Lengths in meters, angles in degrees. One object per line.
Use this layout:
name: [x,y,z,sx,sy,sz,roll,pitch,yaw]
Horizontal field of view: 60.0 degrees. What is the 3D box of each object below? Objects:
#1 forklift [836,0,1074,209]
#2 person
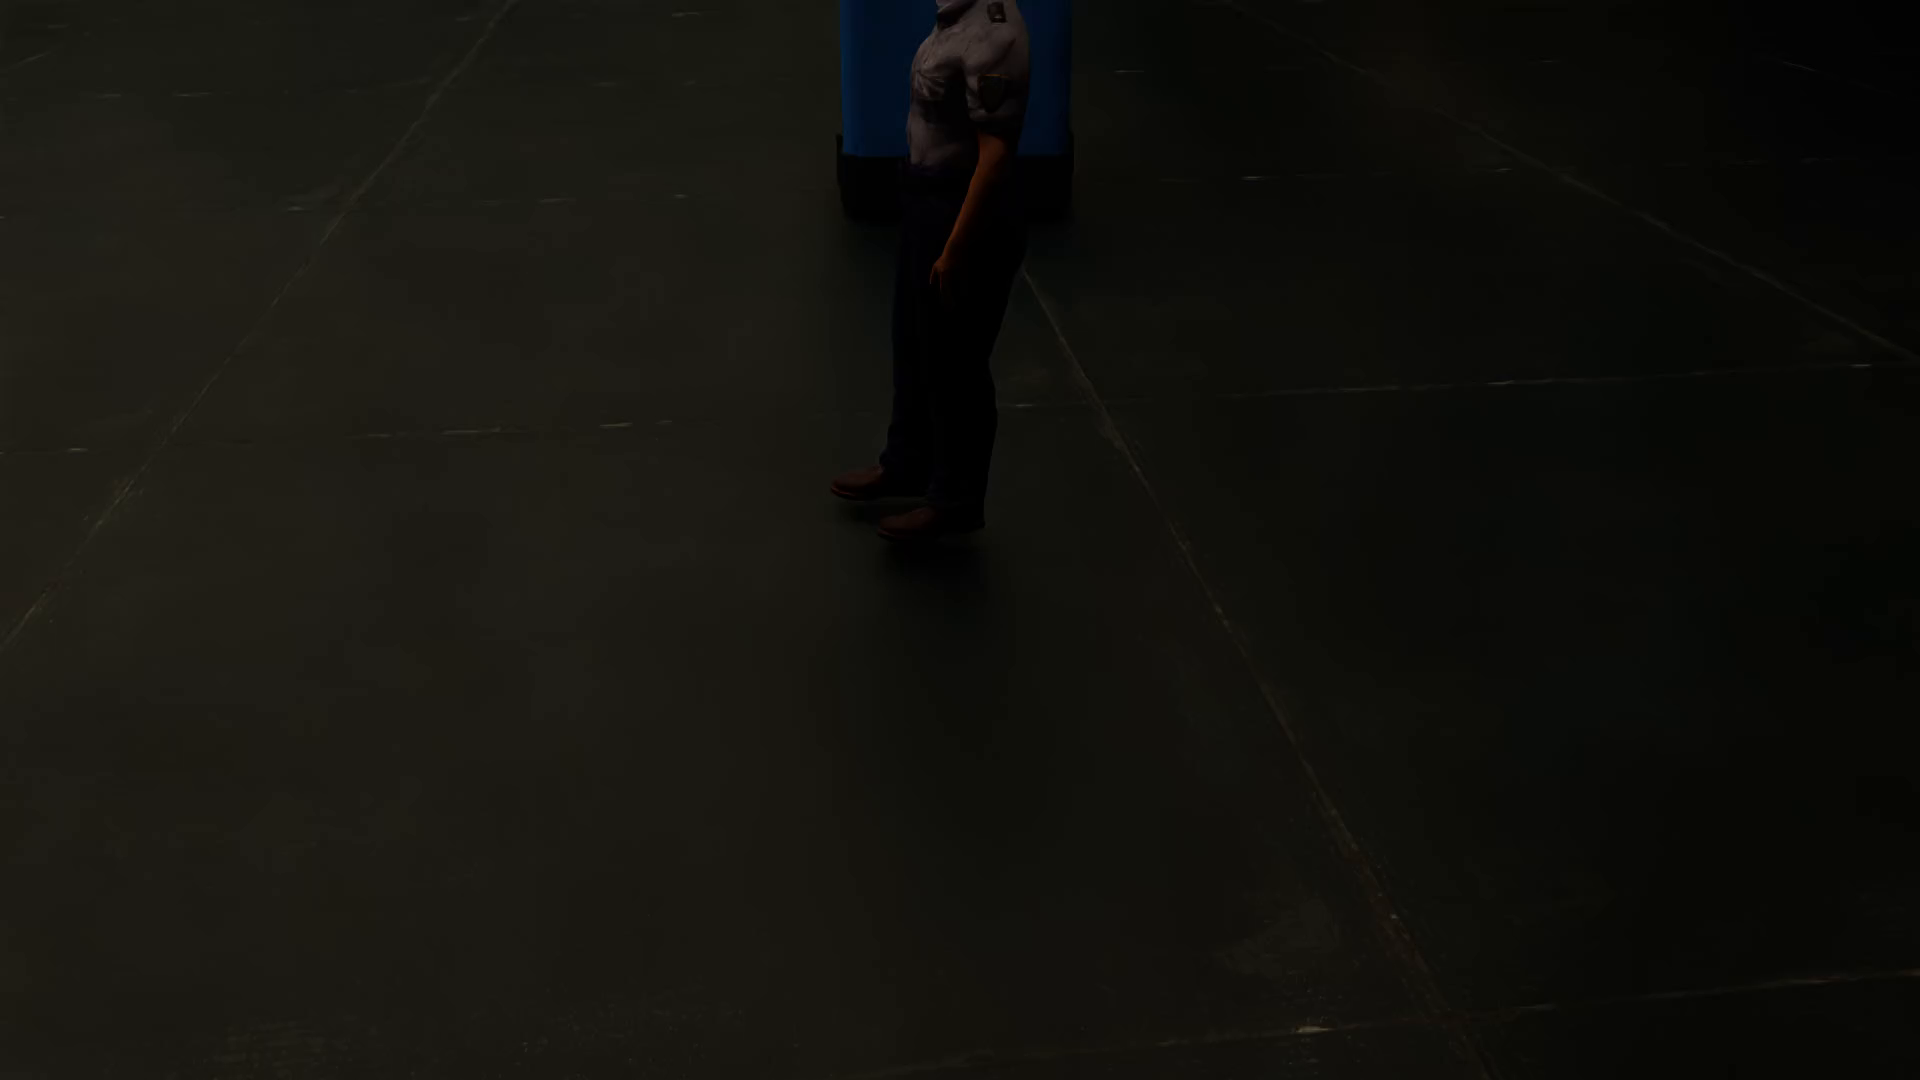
forklift: [-0.039,-3.418,8.321,1.130,2.935,3.031,0,26,-1]
person: [-0.092,-0.783,4.241,0.502,1.637,0.599,-3,26,-7]
